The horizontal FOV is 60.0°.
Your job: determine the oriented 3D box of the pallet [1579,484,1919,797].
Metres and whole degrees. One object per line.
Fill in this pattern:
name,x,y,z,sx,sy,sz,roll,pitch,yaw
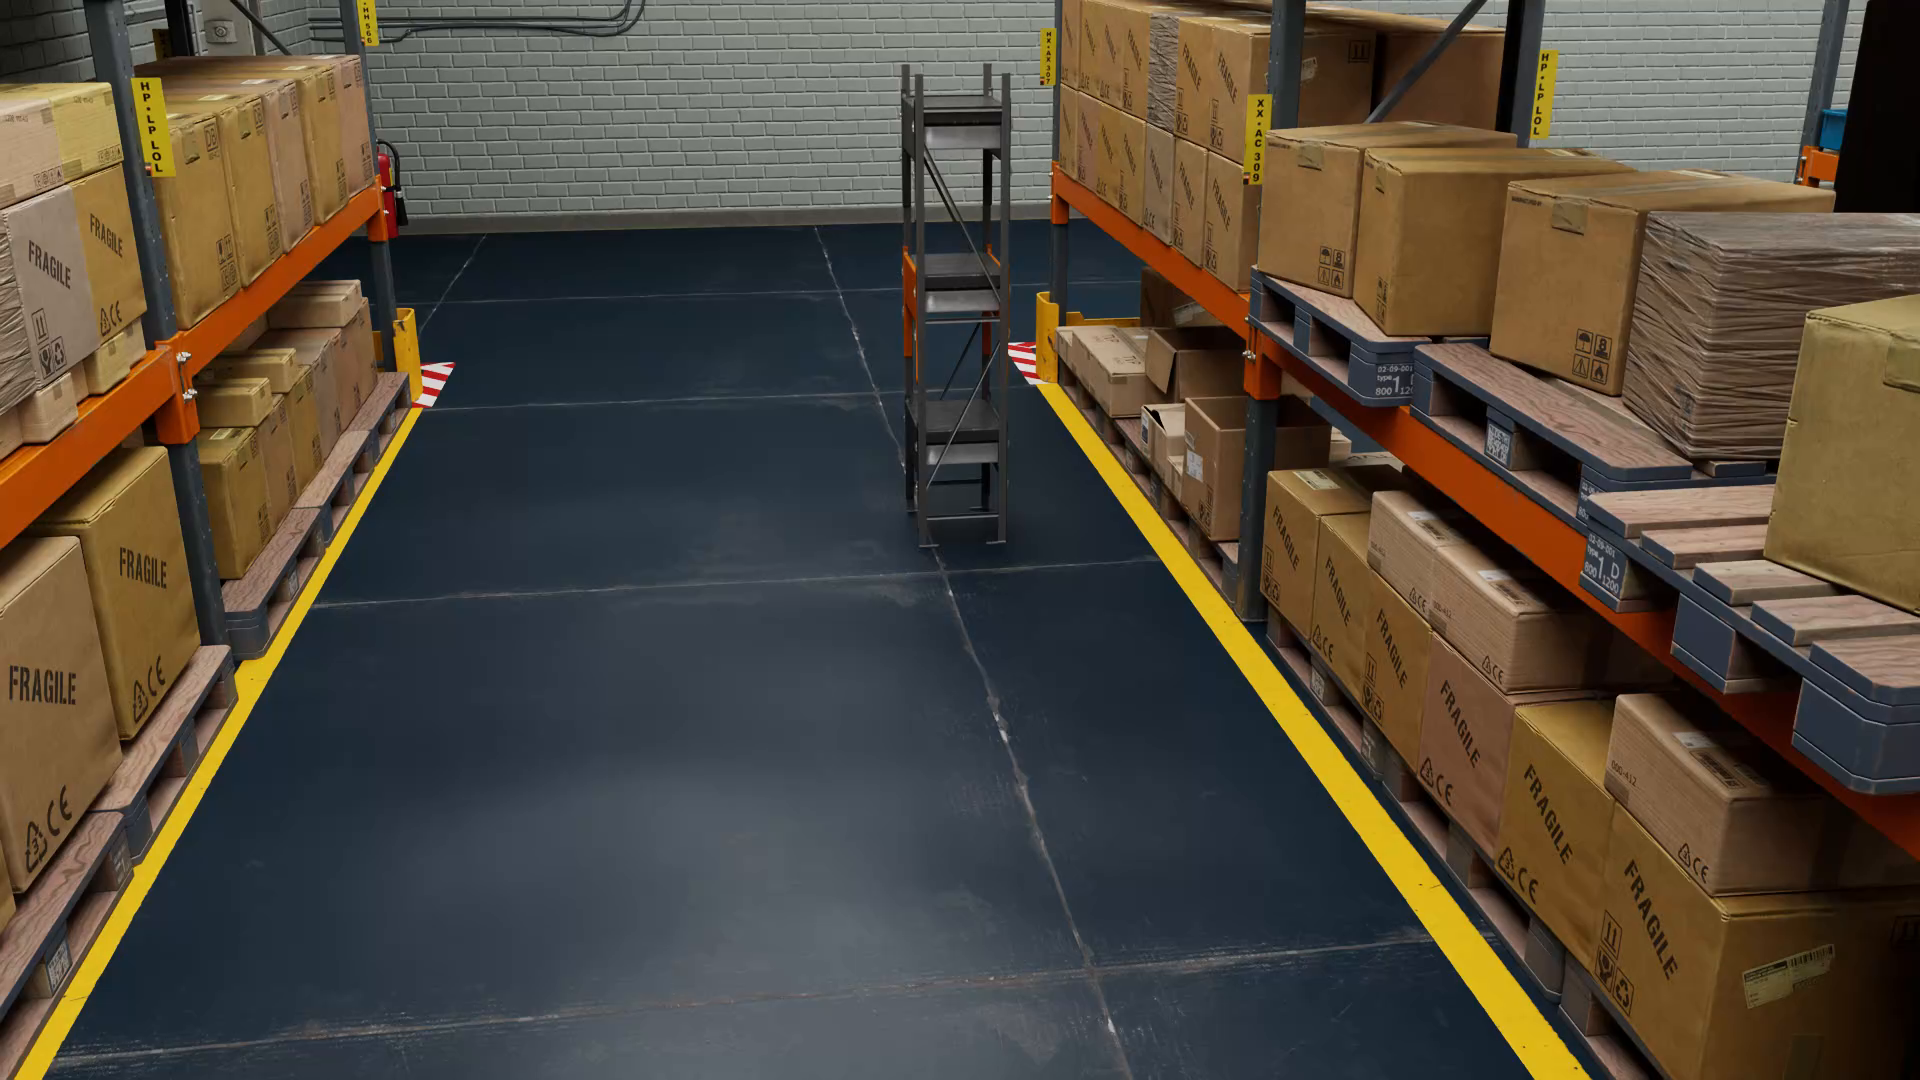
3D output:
pallet,2.050,0.137,3.336,1.213,0.211,1.003,-3,21,-8

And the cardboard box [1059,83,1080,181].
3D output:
cardboard box,0.867,-2.371,9.635,0.500,0.500,0.500,-2,21,-7

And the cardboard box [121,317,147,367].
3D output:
cardboard box,-2.932,-0.644,5.484,0.380,0.149,0.250,-3,21,-7

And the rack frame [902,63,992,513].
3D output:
rack frame,-0.059,-1.125,7.728,0.400,2.100,0.015,-3,21,-8

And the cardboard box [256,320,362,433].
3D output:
cardboard box,-3.565,-0.855,8.692,0.700,0.500,0.500,-3,21,-8

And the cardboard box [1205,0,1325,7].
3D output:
cardboard box,1.553,-2.512,8.583,0.500,0.500,0.500,-2,21,-6

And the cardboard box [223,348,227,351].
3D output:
cardboard box,-3.633,-0.839,7.721,0.380,0.149,0.250,-3,21,-9

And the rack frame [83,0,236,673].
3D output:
rack frame,-3.261,-0.855,5.719,1.000,3.000,0.127,-3,21,-8

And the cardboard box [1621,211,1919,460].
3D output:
cardboard box,2.072,-0.504,4.035,0.700,0.500,0.500,1,20,2

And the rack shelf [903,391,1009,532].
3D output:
rack shelf,-0.024,-0.372,7.752,0.431,0.518,0.480,-3,21,-8

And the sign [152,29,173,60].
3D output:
sign,-4.387,-2.657,9.192,0.100,0.325,0.005,-3,21,-8

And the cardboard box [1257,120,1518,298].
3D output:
cardboard box,1.488,-1.175,5.831,0.700,0.500,0.500,-10,23,-26

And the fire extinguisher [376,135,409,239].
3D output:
fire extinguisher,-3.402,-2.105,9.708,0.296,0.674,0.183,-3,21,-8

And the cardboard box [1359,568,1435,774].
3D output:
cardboard box,1.622,0.396,5.313,0.500,0.500,0.500,-3,21,-7

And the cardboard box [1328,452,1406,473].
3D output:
cardboard box,1.794,-0.209,7.203,0.500,0.311,0.500,-3,21,-8

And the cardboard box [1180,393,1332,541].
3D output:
cardboard box,1.278,-0.325,7.242,0.500,0.500,0.500,-3,21,-8

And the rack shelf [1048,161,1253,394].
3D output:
rack shelf,1.352,-1.462,8.371,1.077,0.370,4.000,-3,21,-8

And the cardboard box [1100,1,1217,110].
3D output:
cardboard box,1.017,-2.486,8.512,0.500,0.500,0.500,-3,21,-7

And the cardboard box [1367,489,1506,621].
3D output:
cardboard box,1.613,0.033,5.212,0.500,0.250,0.500,-3,21,-8

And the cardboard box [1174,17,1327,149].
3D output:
cardboard box,1.235,-1.961,7.107,0.500,0.500,0.500,-3,21,-9

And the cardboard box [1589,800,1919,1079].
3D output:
cardboard box,1.850,0.931,3.879,0.500,0.500,0.500,-2,21,-6

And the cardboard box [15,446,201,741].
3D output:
cardboard box,-3.038,0.173,5.437,0.750,0.750,0.750,-3,21,-7

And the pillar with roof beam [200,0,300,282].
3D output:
pillar with roof beam,-0.822,-6.159,11.345,9.100,9.000,0.400,-3,21,-8

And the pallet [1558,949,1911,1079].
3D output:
pallet,2.147,1.324,3.869,1.003,0.211,1.213,-3,21,-8

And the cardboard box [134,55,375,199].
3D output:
cardboard box,-3.754,-2.205,8.903,0.980,0.700,0.700,-2,21,-5

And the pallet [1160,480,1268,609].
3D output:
pallet,1.543,-0.038,7.516,1.003,0.211,1.213,-3,21,-8

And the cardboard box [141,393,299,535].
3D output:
cardboard box,-3.336,-0.319,7.256,0.700,0.500,0.500,-3,21,-8

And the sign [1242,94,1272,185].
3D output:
sign,1.105,-1.482,6.160,0.100,0.325,0.005,-3,21,-8

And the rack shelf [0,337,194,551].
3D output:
rack shelf,-2.972,0.174,3.991,1.077,0.370,4.000,-3,21,-8

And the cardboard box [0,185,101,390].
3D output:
cardboard box,-2.861,-0.728,4.781,0.500,0.500,0.500,-3,21,-7

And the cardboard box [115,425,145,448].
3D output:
cardboard box,-3.443,-0.389,6.515,0.380,0.149,0.250,-3,21,-8

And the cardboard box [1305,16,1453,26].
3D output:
cardboard box,1.776,-1.978,7.152,0.500,0.500,0.500,-4,21,-9

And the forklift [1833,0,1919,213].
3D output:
forklift,3.906,-0.857,5.821,1.130,2.935,3.031,-12,24,-29

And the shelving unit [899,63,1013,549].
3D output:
shelving unit,-0.024,-1.041,7.502,0.431,2.100,0.503,-3,21,-8

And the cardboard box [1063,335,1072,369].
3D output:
cardboard box,0.820,-1.121,9.852,0.380,0.166,0.250,-3,21,-8

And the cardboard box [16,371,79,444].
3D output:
cardboard box,-2.783,-0.378,4.770,0.380,0.149,0.250,-3,21,-8

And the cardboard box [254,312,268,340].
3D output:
cardboard box,-3.744,-1.104,8.429,0.380,0.149,0.250,-3,21,-7

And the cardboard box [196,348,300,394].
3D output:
cardboard box,-3.211,-0.758,7.503,0.380,0.149,0.250,-4,21,-9

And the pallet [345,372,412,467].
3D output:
pallet,-3.645,-0.661,9.184,1.003,0.211,1.213,-3,21,-8

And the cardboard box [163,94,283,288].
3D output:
cardboard box,-3.423,-1.438,6.849,0.980,0.700,0.700,-3,21,-9

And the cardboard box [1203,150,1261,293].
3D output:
cardboard box,1.315,-1.313,6.803,0.500,0.500,0.500,-3,21,-7

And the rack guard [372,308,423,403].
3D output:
rack guard,-3.841,-1.078,9.887,1.175,0.500,0.348,-3,21,-8

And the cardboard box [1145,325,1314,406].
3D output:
cardboard box,1.365,-0.793,8.492,0.797,0.503,0.637,-3,21,-8

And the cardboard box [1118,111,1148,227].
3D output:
cardboard box,1.087,-1.846,8.228,0.500,0.500,0.500,-3,21,-7
